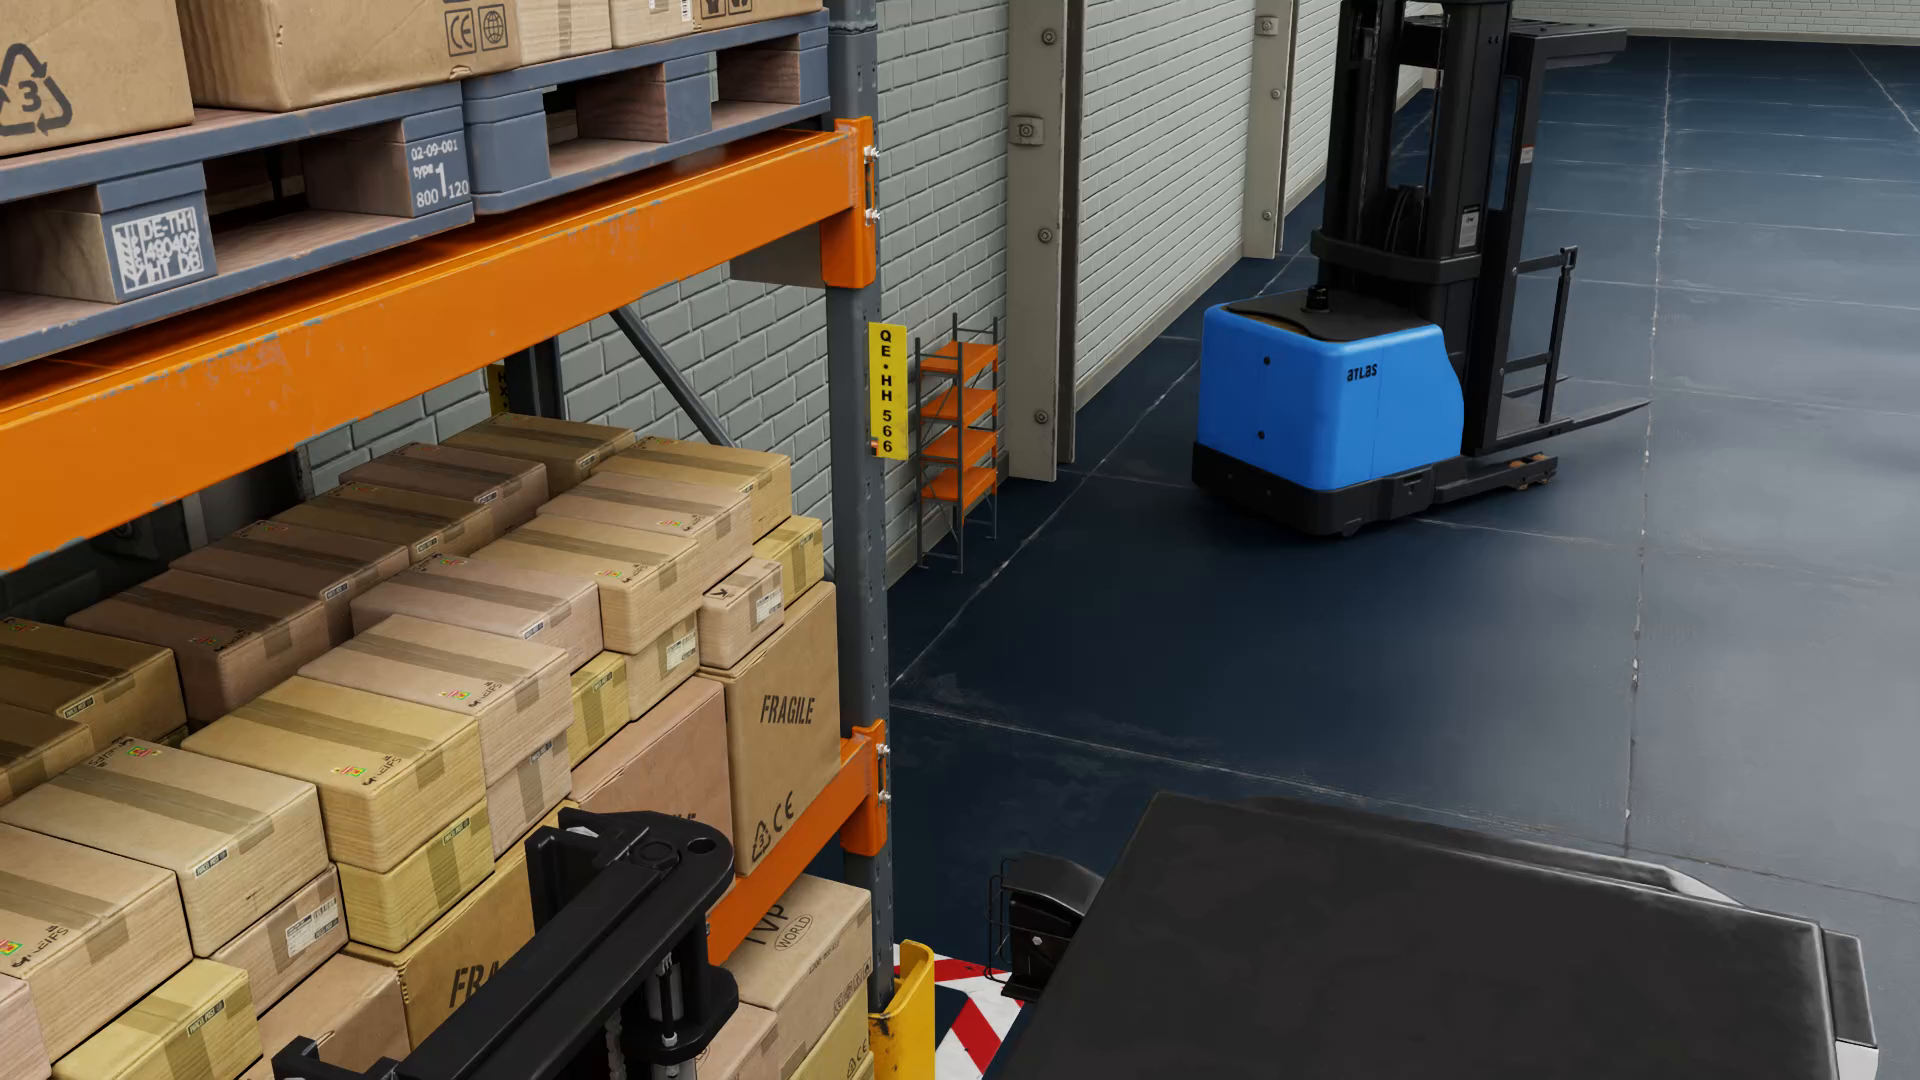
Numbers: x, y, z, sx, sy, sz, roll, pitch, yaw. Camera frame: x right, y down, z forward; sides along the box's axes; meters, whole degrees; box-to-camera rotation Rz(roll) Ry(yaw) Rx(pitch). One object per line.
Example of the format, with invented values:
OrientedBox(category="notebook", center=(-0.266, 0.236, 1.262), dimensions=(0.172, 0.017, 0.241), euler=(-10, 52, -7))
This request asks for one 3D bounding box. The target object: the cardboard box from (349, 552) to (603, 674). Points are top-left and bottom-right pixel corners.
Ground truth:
OrientedBox(category="cardboard box", center=(-0.902, 0.161, 3.116), dimensions=(0.380, 0.149, 0.250), euler=(9, 24, 20))

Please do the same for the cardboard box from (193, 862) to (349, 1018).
OrientedBox(category="cardboard box", center=(-1.167, 0.574, 2.512), dimensions=(0.380, 0.149, 0.250), euler=(9, 24, 20))

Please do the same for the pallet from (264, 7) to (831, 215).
OrientedBox(category="pallet", center=(-0.955, -0.878, 3.182), dimensions=(1.003, 0.211, 1.213), euler=(9, 24, 20))

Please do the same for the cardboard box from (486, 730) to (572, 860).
OrientedBox(category="cardboard box", center=(-0.915, 0.404, 2.919), dimensions=(0.380, 0.149, 0.250), euler=(8, 24, 18))

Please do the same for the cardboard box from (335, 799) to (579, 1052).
OrientedBox(category="cardboard box", center=(-0.998, 0.752, 2.929), dimensions=(0.500, 0.500, 0.500), euler=(8, 24, 19))

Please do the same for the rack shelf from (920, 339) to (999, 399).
OrientedBox(category="rack shelf", center=(-0.012, -0.850, 8.209), dimensions=(0.258, 0.148, 0.480), euler=(9, 24, 20))

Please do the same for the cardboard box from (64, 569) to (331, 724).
OrientedBox(category="cardboard box", center=(-1.385, 0.193, 3.039), dimensions=(0.380, 0.149, 0.250), euler=(10, 25, 22))

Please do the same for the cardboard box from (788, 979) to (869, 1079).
OrientedBox(category="cardboard box", center=(-0.559, 1.280, 4.169), dimensions=(0.500, 0.250, 0.500), euler=(8, 24, 19))

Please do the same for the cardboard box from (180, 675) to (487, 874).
OrientedBox(category="cardboard box", center=(-0.986, 0.363, 2.631), dimensions=(0.380, 0.149, 0.250), euler=(9, 24, 21))

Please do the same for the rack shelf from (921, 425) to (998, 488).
OrientedBox(category="rack shelf", center=(-0.013, -0.425, 8.386), dimensions=(0.258, 0.148, 0.480), euler=(9, 24, 20))

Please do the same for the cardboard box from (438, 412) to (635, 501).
OrientedBox(category="cardboard box", center=(-0.991, -0.177, 3.924), dimensions=(0.380, 0.149, 0.250), euler=(8, 24, 19))

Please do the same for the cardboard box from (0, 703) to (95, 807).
OrientedBox(category="cardboard box", center=(-1.592, 0.373, 2.609), dimensions=(0.380, 0.149, 0.250), euler=(9, 24, 20))

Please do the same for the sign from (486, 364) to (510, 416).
OrientedBox(category="sign", center=(-1.181, -0.301, 4.353), dimensions=(0.100, 0.325, 0.005), euler=(9, 24, 20))

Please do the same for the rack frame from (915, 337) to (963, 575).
OrientedBox(category="rack frame", center=(-0.101, -0.400, 8.150), dimensions=(0.240, 1.200, 0.015), euler=(9, 24, 20))

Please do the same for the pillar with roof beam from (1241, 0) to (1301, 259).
OrientedBox(category="pillar with roof beam", center=(6.691, -6.110, 11.701), dimensions=(9.100, 9.000, 0.400), euler=(9, 24, 20))

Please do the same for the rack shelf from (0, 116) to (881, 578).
OrientedBox(category="rack shelf", center=(-1.411, -0.120, 2.187), dimensions=(1.077, 0.370, 4.000), euler=(9, 24, 20))

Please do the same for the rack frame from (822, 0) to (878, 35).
OrientedBox(category="rack frame", center=(-0.668, -2.552, 3.184), dimensions=(1.000, 3.000, 0.127), euler=(9, 24, 20))

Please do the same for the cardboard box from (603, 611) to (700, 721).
OrientedBox(category="cardboard box", center=(-0.757, 0.215, 3.372), dimensions=(0.380, 0.149, 0.250), euler=(9, 24, 21))

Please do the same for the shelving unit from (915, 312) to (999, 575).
OrientedBox(category="shelving unit", center=(-0.013, -0.488, 8.360), dimensions=(0.258, 1.200, 0.503), euler=(9, 24, 20))

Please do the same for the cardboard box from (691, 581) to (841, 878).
OrientedBox(category="cardboard box", center=(-0.607, 0.384, 3.809), dimensions=(0.500, 0.500, 0.500), euler=(8, 24, 19))

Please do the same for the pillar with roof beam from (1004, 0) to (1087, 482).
OrientedBox(category="pillar with roof beam", center=(4.462, -3.962, 6.561), dimensions=(9.100, 9.000, 0.400), euler=(9, 24, 20))

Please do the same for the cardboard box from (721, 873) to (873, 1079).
OrientedBox(category="cardboard box", center=(-0.549, 1.040, 4.095), dimensions=(0.500, 0.250, 0.500), euler=(10, 25, 22))

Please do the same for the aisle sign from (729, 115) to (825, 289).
OrientedBox(category="aisle sign", center=(-0.371, -0.965, 3.795), dimensions=(0.394, 0.787, 0.004), euler=(9, 24, 20))

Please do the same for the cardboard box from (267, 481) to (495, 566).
OrientedBox(category="cardboard box", center=(-1.205, 0.009, 3.480), dimensions=(0.380, 0.149, 0.250), euler=(9, 24, 21))

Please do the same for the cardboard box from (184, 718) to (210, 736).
OrientedBox(category="cardboard box", center=(-1.482, 0.309, 3.148), dimensions=(0.380, 0.149, 0.250), euler=(9, 24, 21))

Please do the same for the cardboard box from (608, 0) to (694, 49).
OrientedBox(category="cardboard box", center=(-0.694, -0.952, 2.896), dimensions=(0.380, 0.149, 0.250), euler=(8, 24, 19))

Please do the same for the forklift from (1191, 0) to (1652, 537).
OrientedBox(category="forklift", center=(2.812, -1.787, 9.226), dimensions=(3.031, 2.935, 1.130), euler=(-14, 27, -31))

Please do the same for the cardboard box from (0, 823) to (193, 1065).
OrientedBox(category="cardboard box", center=(-1.279, 0.529, 2.233), dimensions=(0.380, 0.149, 0.250), euler=(9, 24, 20))

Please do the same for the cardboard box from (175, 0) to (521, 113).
OrientedBox(category="cardboard box", center=(-1.079, -0.908, 2.336), dimensions=(0.700, 0.500, 0.500), euler=(9, 24, 20))

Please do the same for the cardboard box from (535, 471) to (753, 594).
OrientedBox(category="cardboard box", center=(-0.668, -0.015, 3.537), dimensions=(0.380, 0.149, 0.250), euler=(9, 24, 20))

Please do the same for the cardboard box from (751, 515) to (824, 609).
OrientedBox(category="cardboard box", center=(-0.537, 0.035, 3.803), dimensions=(0.380, 0.149, 0.250), euler=(9, 24, 21))
